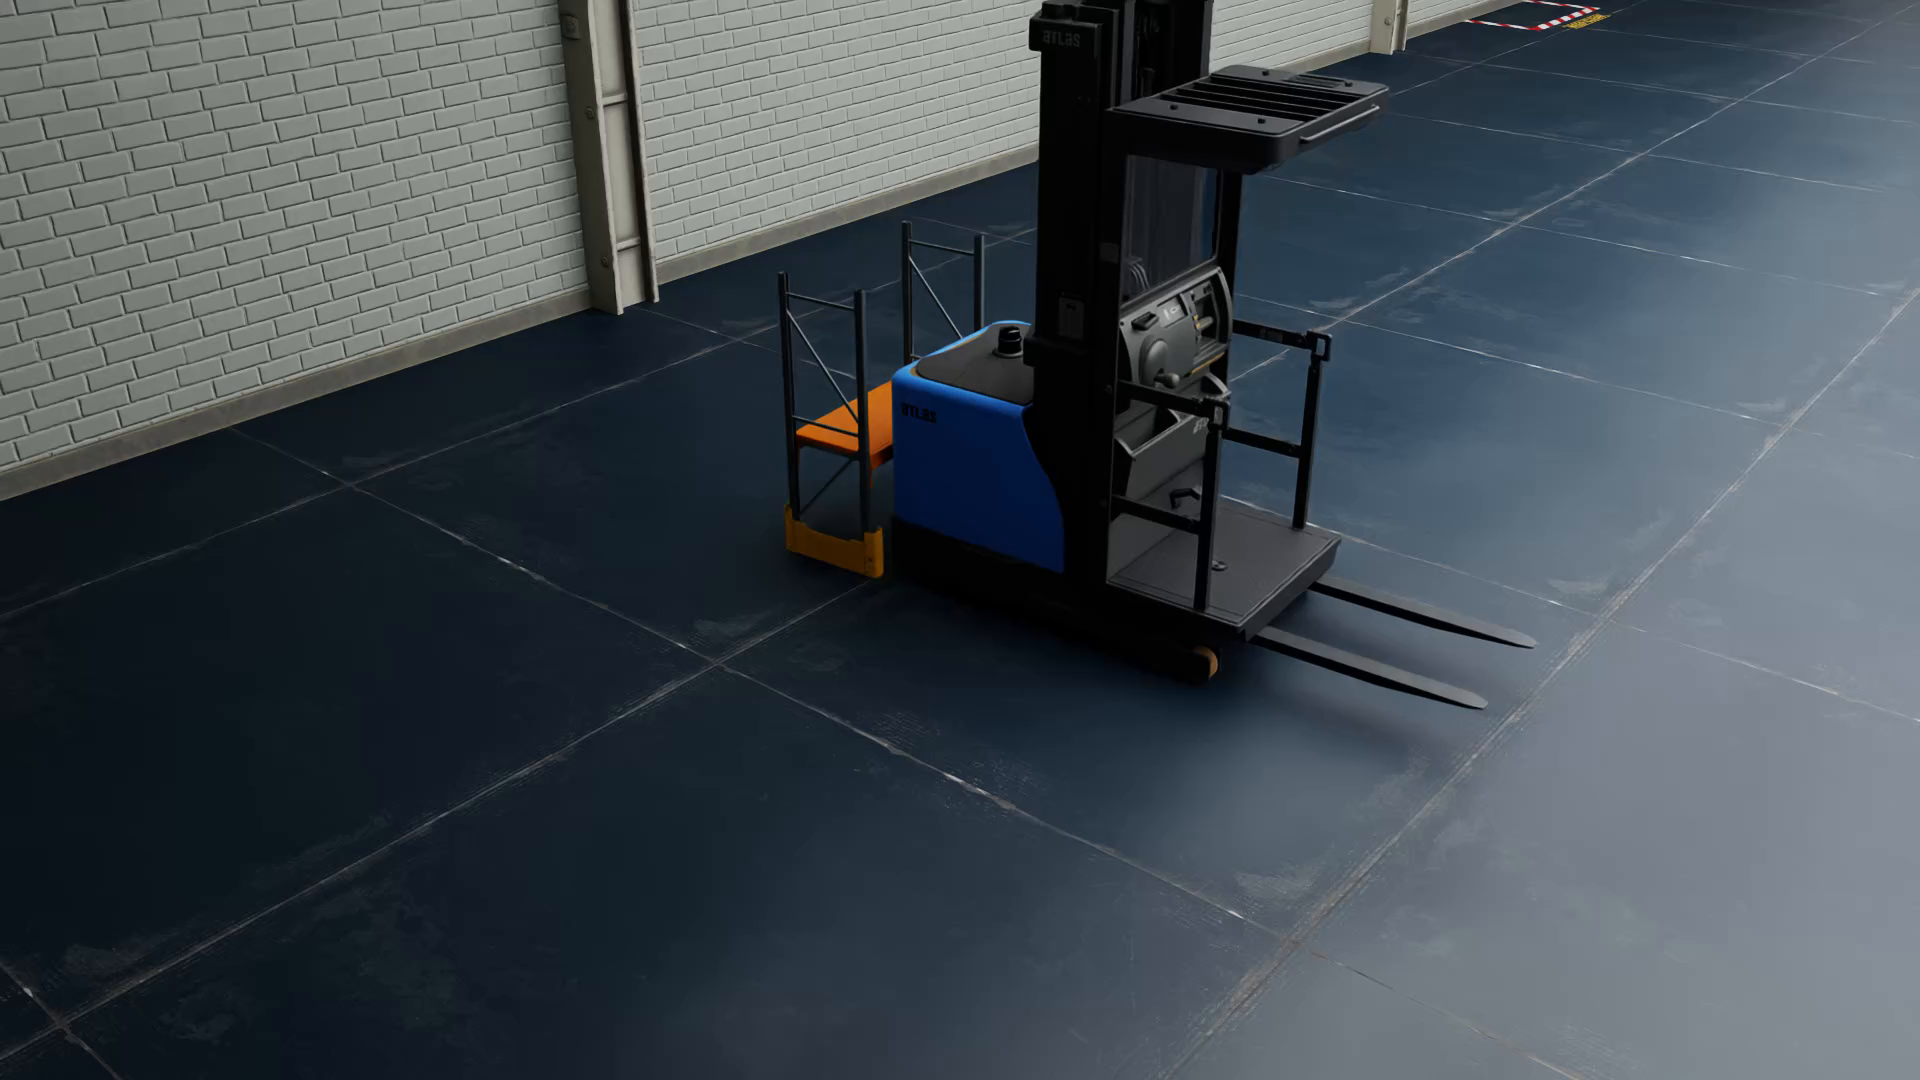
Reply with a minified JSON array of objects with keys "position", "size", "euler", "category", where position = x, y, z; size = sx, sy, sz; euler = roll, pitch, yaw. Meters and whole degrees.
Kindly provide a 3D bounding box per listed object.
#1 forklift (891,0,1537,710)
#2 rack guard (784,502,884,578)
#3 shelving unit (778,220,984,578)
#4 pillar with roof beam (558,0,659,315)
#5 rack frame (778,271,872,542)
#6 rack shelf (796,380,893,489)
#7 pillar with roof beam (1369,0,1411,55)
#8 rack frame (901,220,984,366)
[{"position":[1.145,-0.934,7.365],"size":[3.031,2.935,1.130],"euler":[18,33,31],"category":"forklift"},{"position":[-0.646,-0.006,8.490],"size":[0.587,0.250,0.087],"euler":[17,32,30],"category":"rack guard"},{"position":[-0.369,-0.751,8.570],"size":[0.587,1.500,1.083],"euler":[17,32,30],"category":"shelving unit"},{"position":[0.890,-4.457,7.572],"size":[9.100,9.000,0.400],"euler":[21,34,34],"category":"pillar with roof beam"},{"position":[-0.657,-0.554,8.188],"size":[0.500,1.500,0.032],"euler":[17,32,30],"category":"rack frame"},{"position":[-0.374,-0.588,8.646],"size":[0.538,0.185,1.000],"euler":[17,32,30],"category":"rack shelf"},{"position":[8.523,-8.712,15.797],"size":[9.100,9.000,0.400],"euler":[21,34,34],"category":"pillar with roof beam"},{"position":[-0.091,-0.942,8.939],"size":[0.500,1.500,0.032],"euler":[17,32,30],"category":"rack frame"}]
